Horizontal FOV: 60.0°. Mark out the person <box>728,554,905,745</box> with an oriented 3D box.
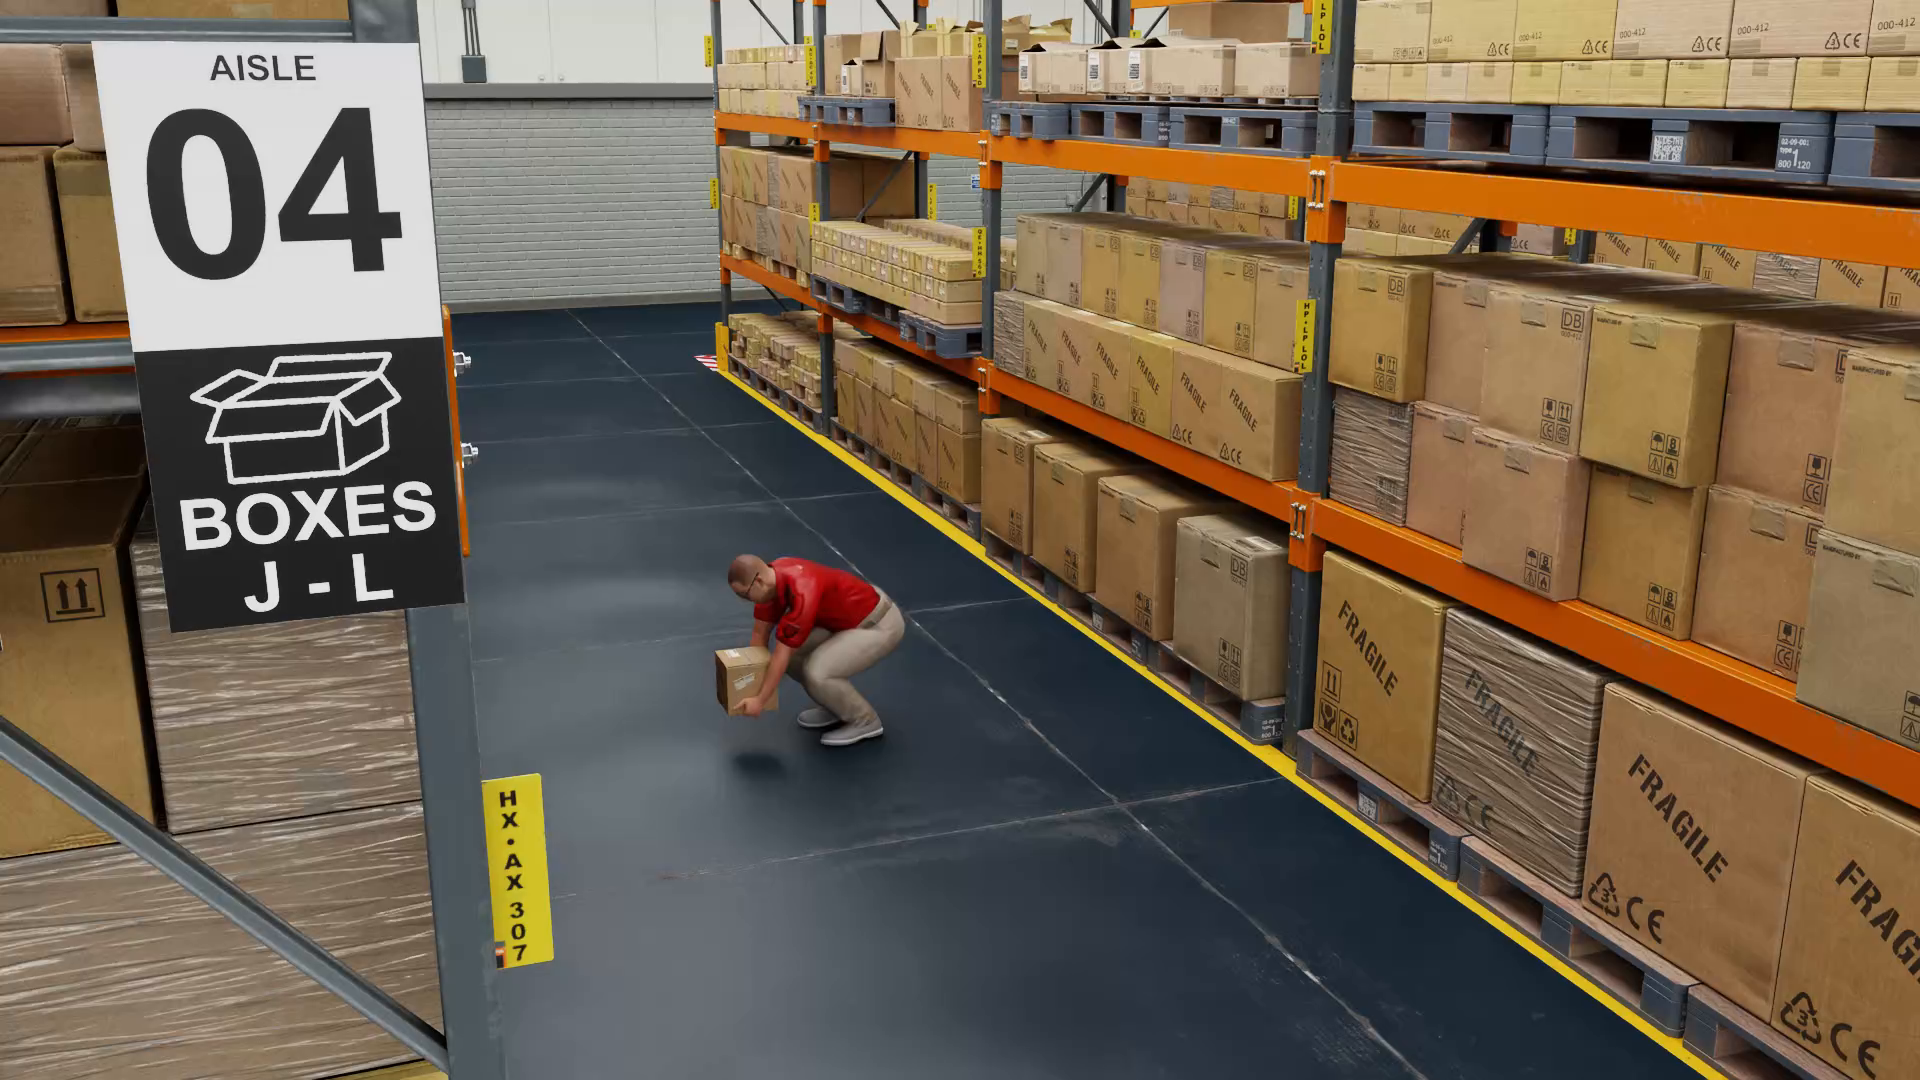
[{"bbox_3d":[-0.713,0.501,8.168,0.895,0.982,0.524,-6,17,-22],"label":"person"}]
